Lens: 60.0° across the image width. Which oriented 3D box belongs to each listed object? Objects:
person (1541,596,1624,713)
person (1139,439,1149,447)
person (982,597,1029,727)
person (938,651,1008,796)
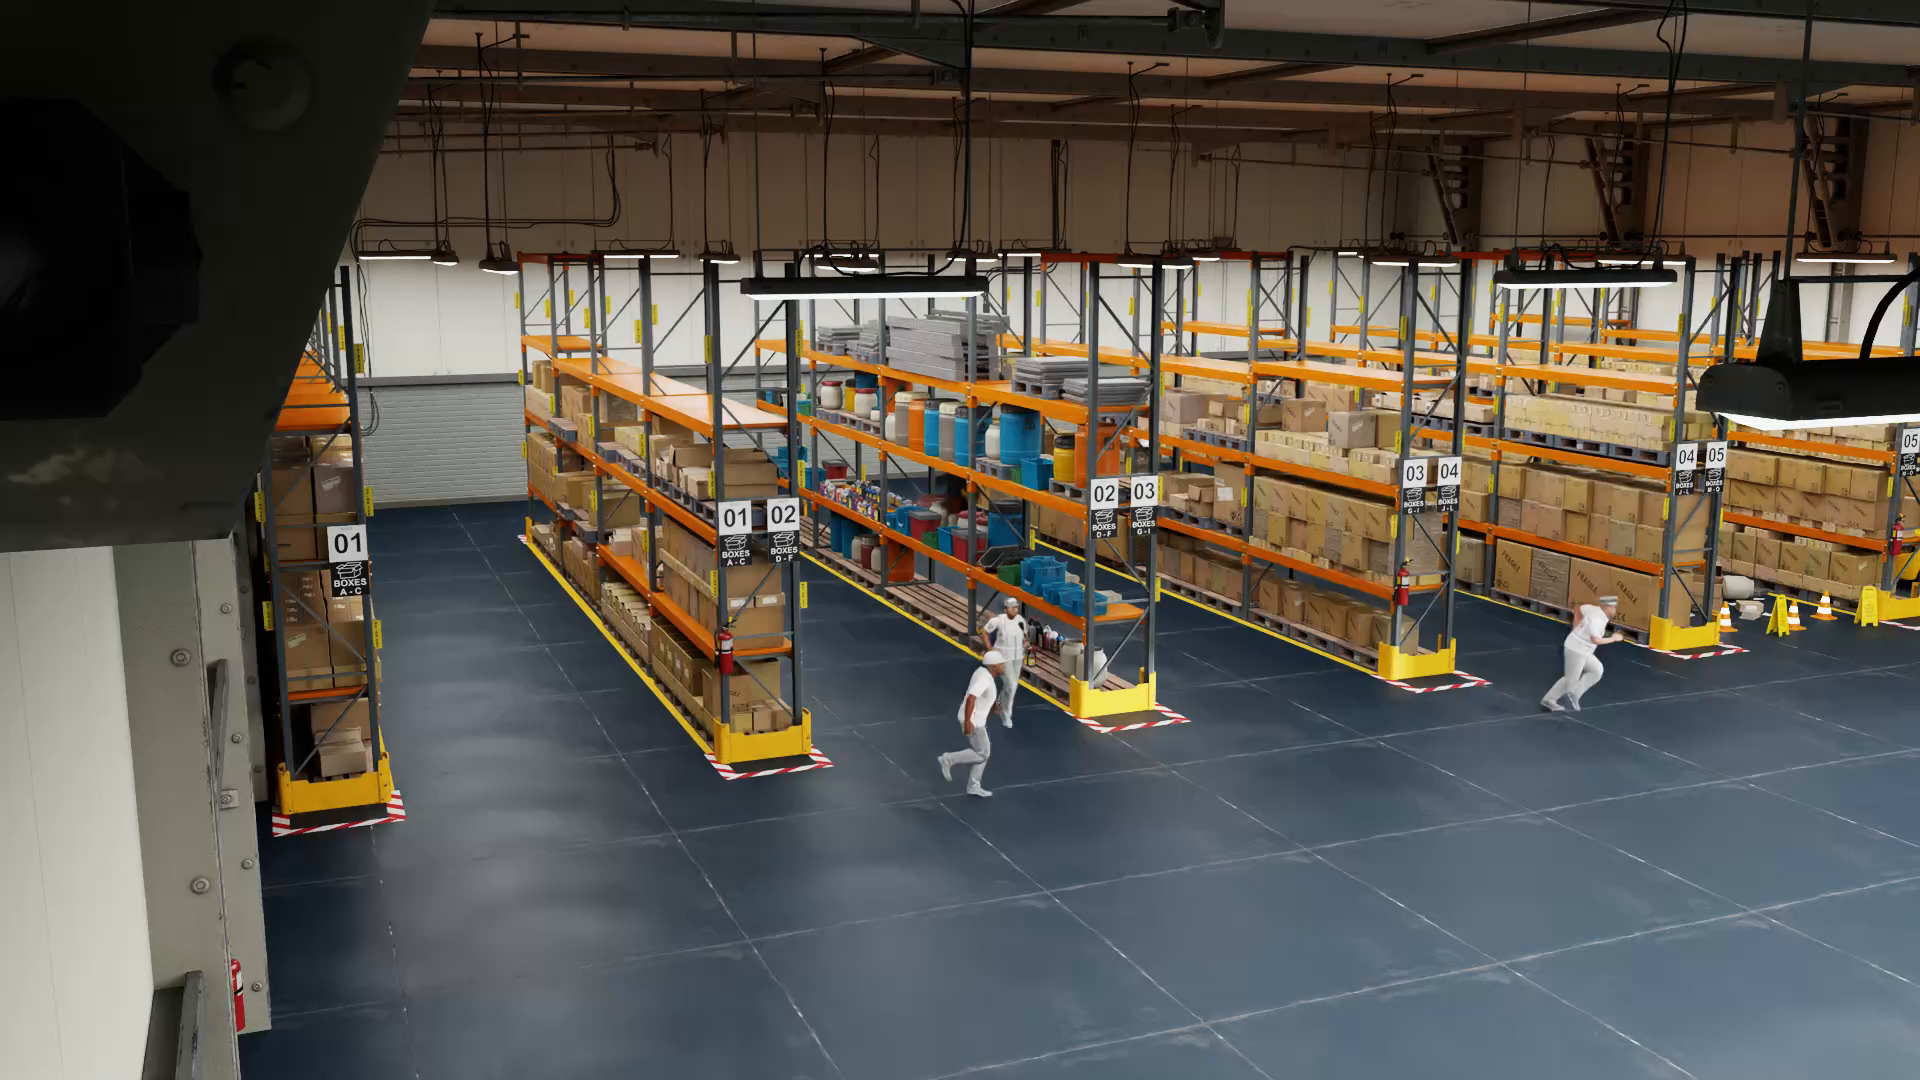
[{"bbox_3d":[8.346,1.524,22.284,0.986,1.640,0.699,3,11,18],"label":"person"},{"bbox_3d":[4.568,-1.995,41.153,0.748,1.755,0.745,-6,12,-31],"label":"person"},{"bbox_3d":[0.659,1.595,21.897,0.594,1.705,0.597,-6,12,-31],"label":"person"},{"bbox_3d":[0.147,2.099,18.998,0.810,1.697,0.696,-1,10,-8],"label":"person"}]
